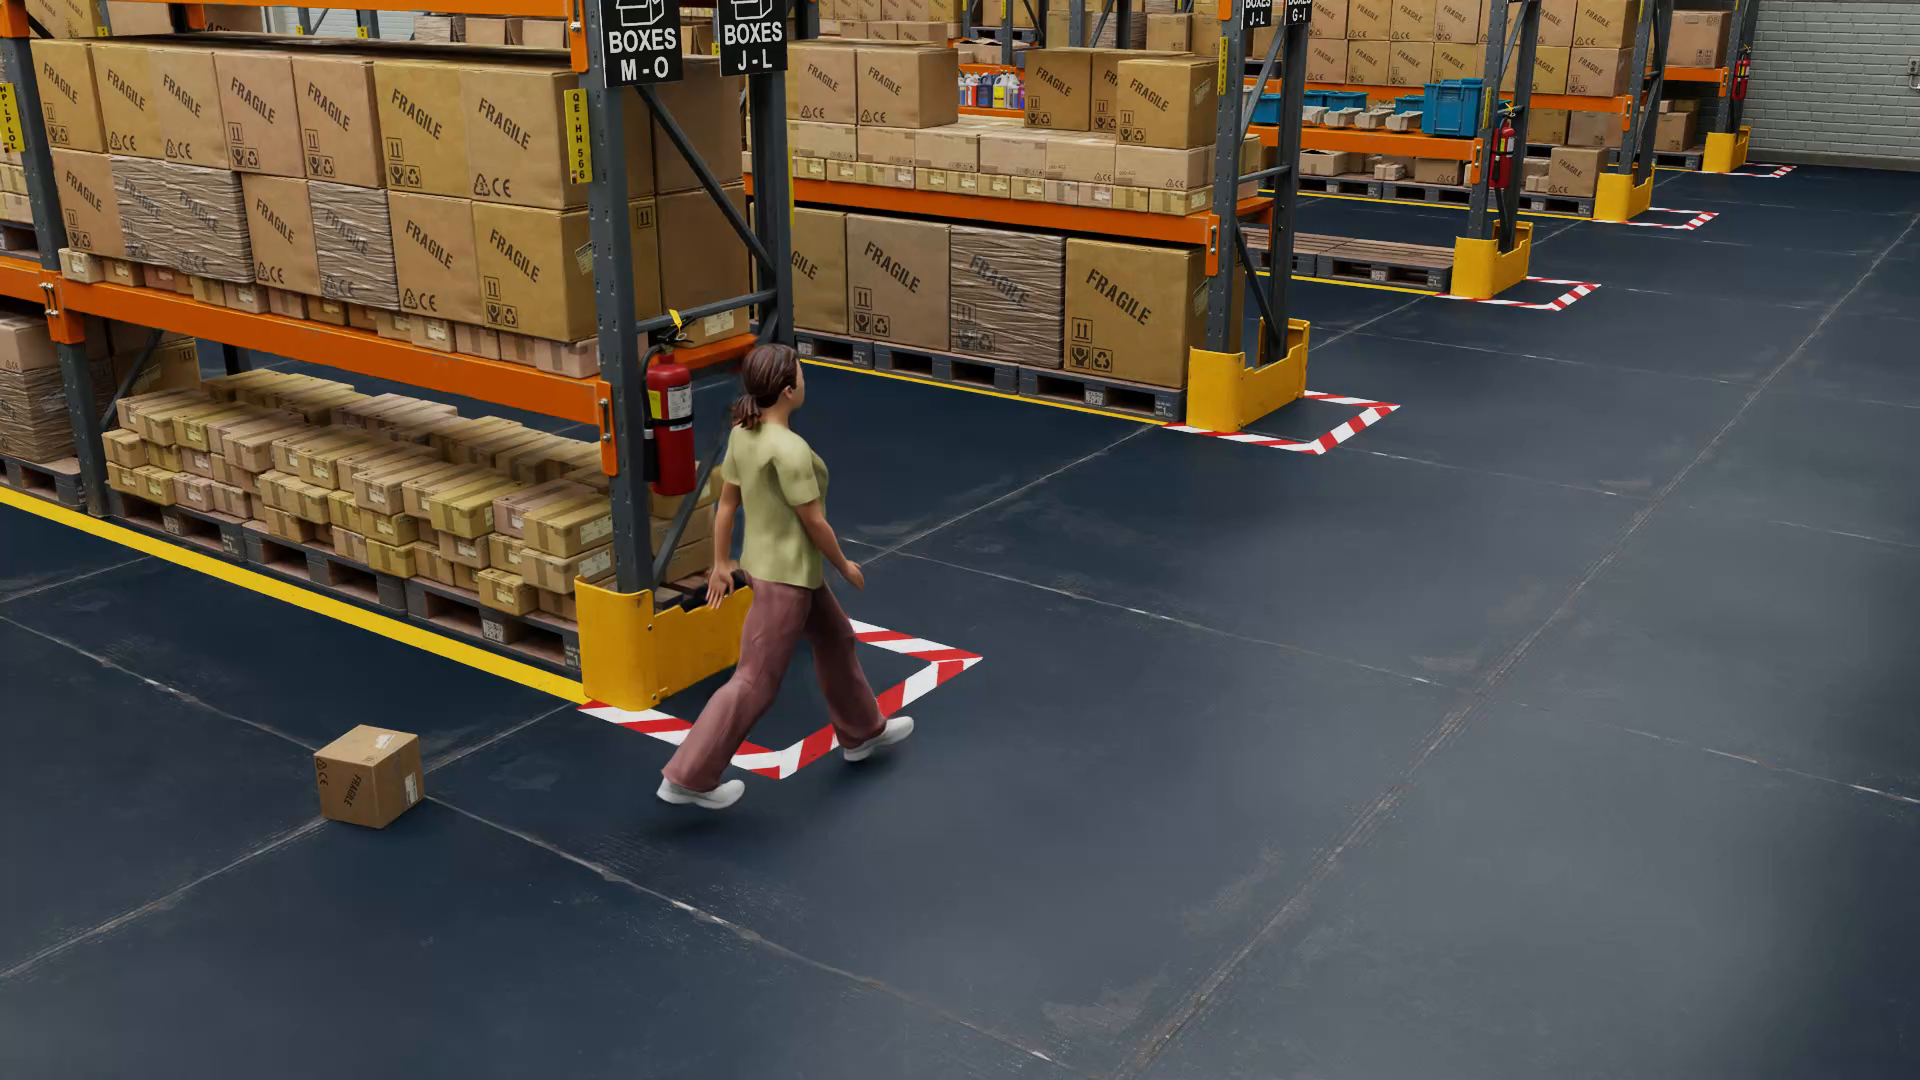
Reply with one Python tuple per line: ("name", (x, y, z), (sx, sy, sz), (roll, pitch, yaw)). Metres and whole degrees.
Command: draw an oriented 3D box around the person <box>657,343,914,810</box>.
("person", (-0.608, 0.115, 5.774), (1.064, 1.616, 0.441), (-10, 22, -26))
